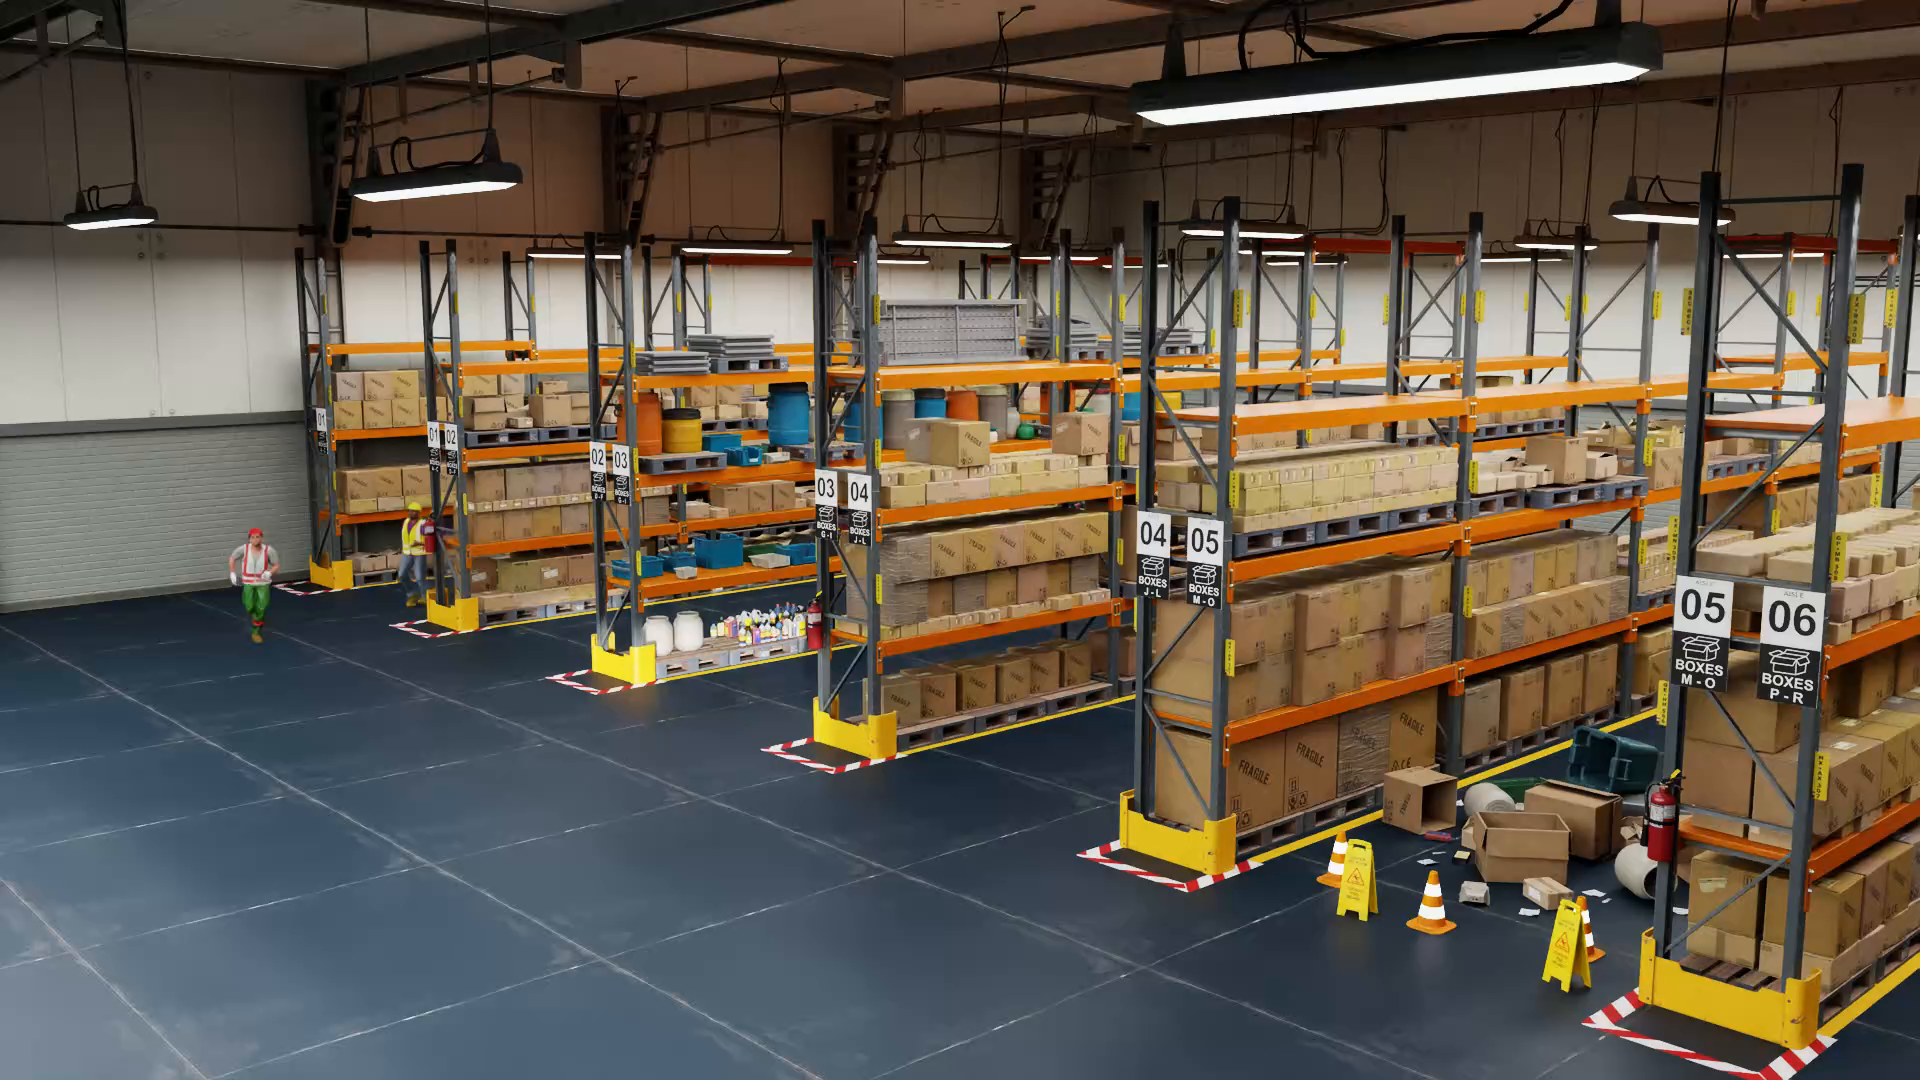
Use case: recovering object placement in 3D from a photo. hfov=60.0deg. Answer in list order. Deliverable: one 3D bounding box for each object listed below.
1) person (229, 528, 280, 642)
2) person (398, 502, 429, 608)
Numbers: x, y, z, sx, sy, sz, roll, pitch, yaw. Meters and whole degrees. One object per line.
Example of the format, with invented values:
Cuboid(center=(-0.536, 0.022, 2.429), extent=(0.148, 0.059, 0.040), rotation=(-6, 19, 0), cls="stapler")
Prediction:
Cuboid(center=(-10.579, 0.671, 24.971), extent=(0.707, 1.729, 0.686), rotation=(-3, 9, -19), cls="person")
Cuboid(center=(-9.070, 0.258, 27.641), extent=(0.673, 1.776, 0.705), rotation=(2, 9, 13), cls="person")
